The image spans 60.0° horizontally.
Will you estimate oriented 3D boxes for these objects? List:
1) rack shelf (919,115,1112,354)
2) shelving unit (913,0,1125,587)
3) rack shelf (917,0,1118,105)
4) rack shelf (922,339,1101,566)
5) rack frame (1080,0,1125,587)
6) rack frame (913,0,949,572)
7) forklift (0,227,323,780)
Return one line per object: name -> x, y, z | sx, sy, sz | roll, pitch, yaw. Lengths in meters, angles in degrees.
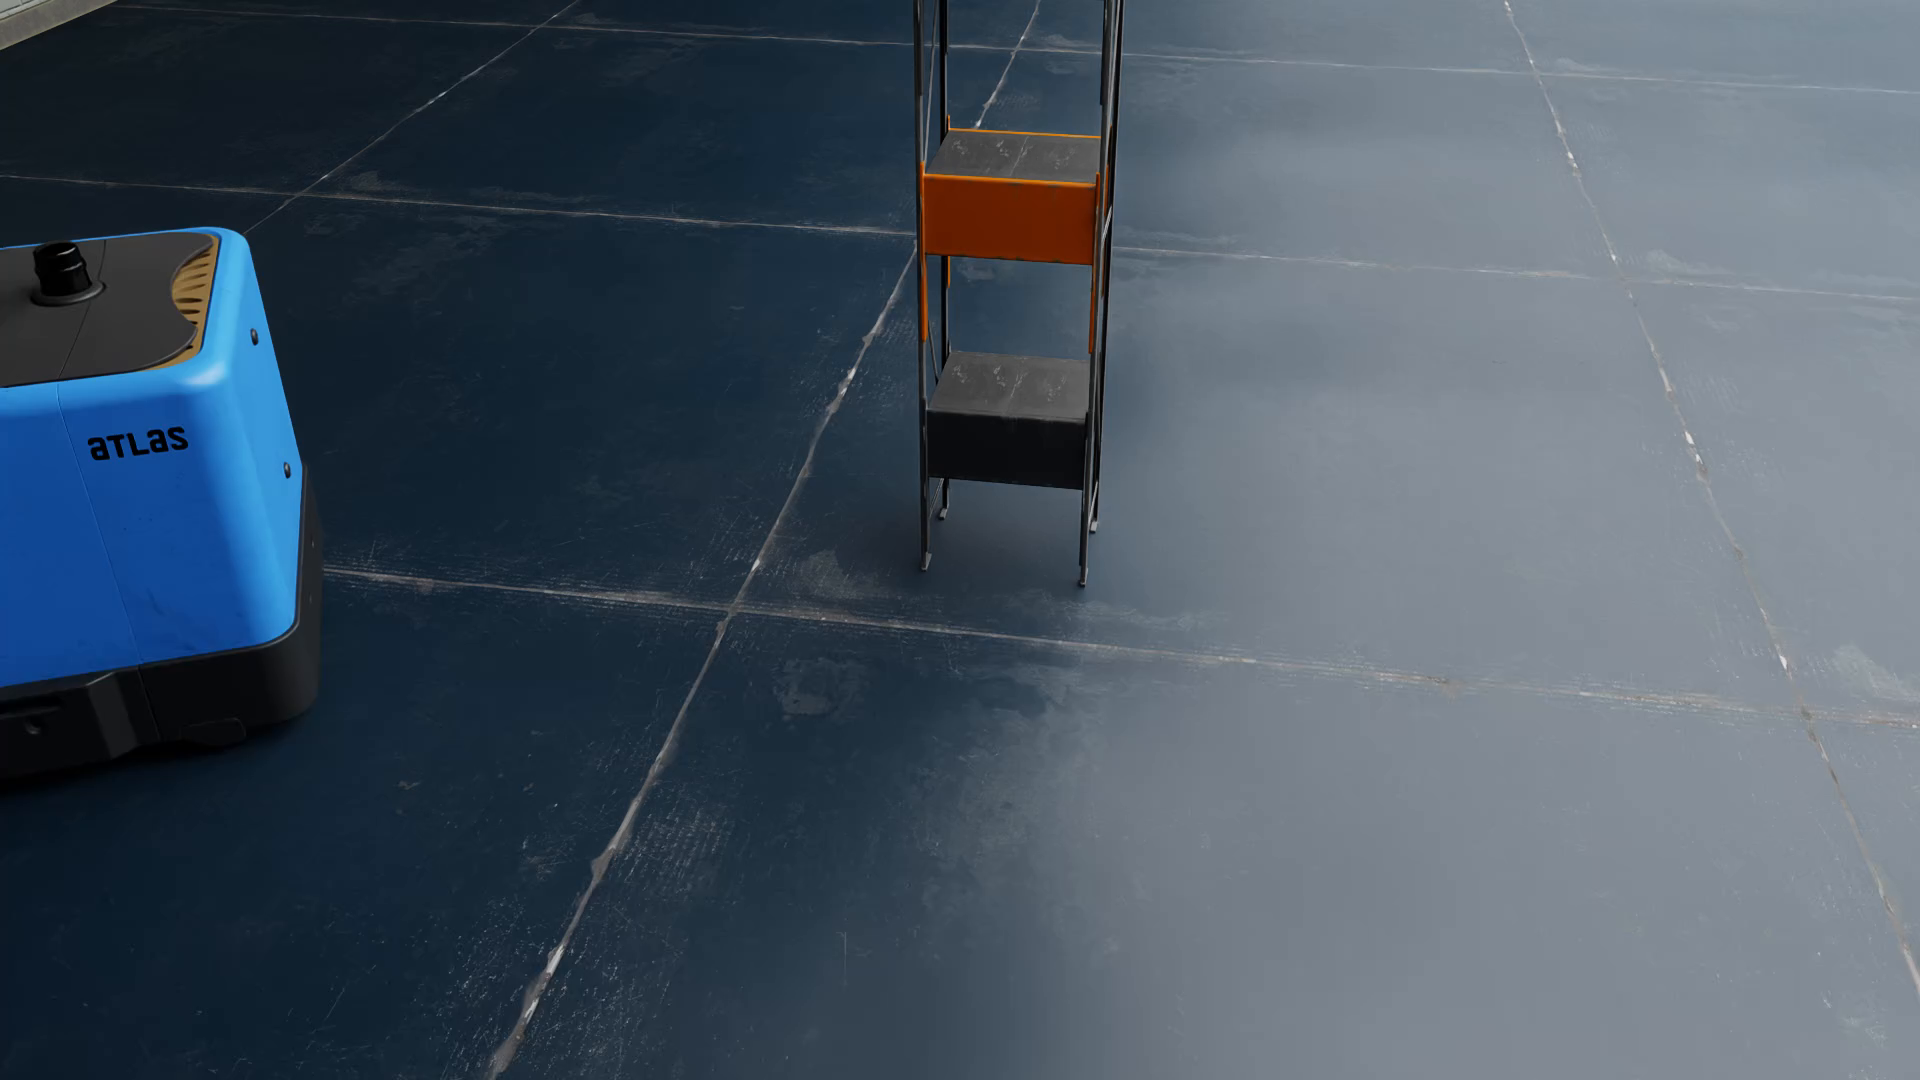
rack shelf -> 0.163, -0.864, 4.677 | 0.480, 0.518, 0.431 | 5, 32, 8
shelving unit -> 0.163, -0.875, 4.669 | 0.503, 2.100, 0.431 | 5, 32, 8
rack shelf -> 0.163, -1.457, 4.305 | 0.480, 0.518, 0.431 | 5, 32, 8
rack shelf -> 0.163, -0.270, 5.048 | 0.480, 0.518, 0.431 | 5, 32, 8
rack frame -> 0.404, -0.853, 4.634 | 0.015, 2.100, 0.400 | 5, 32, 8
rack frame -> -0.077, -0.897, 4.704 | 0.015, 2.100, 0.400 | 5, 32, 8
forklift -> -3.292, -0.746, 3.680 | 3.031, 2.935, 1.130 | -9, 33, -15
